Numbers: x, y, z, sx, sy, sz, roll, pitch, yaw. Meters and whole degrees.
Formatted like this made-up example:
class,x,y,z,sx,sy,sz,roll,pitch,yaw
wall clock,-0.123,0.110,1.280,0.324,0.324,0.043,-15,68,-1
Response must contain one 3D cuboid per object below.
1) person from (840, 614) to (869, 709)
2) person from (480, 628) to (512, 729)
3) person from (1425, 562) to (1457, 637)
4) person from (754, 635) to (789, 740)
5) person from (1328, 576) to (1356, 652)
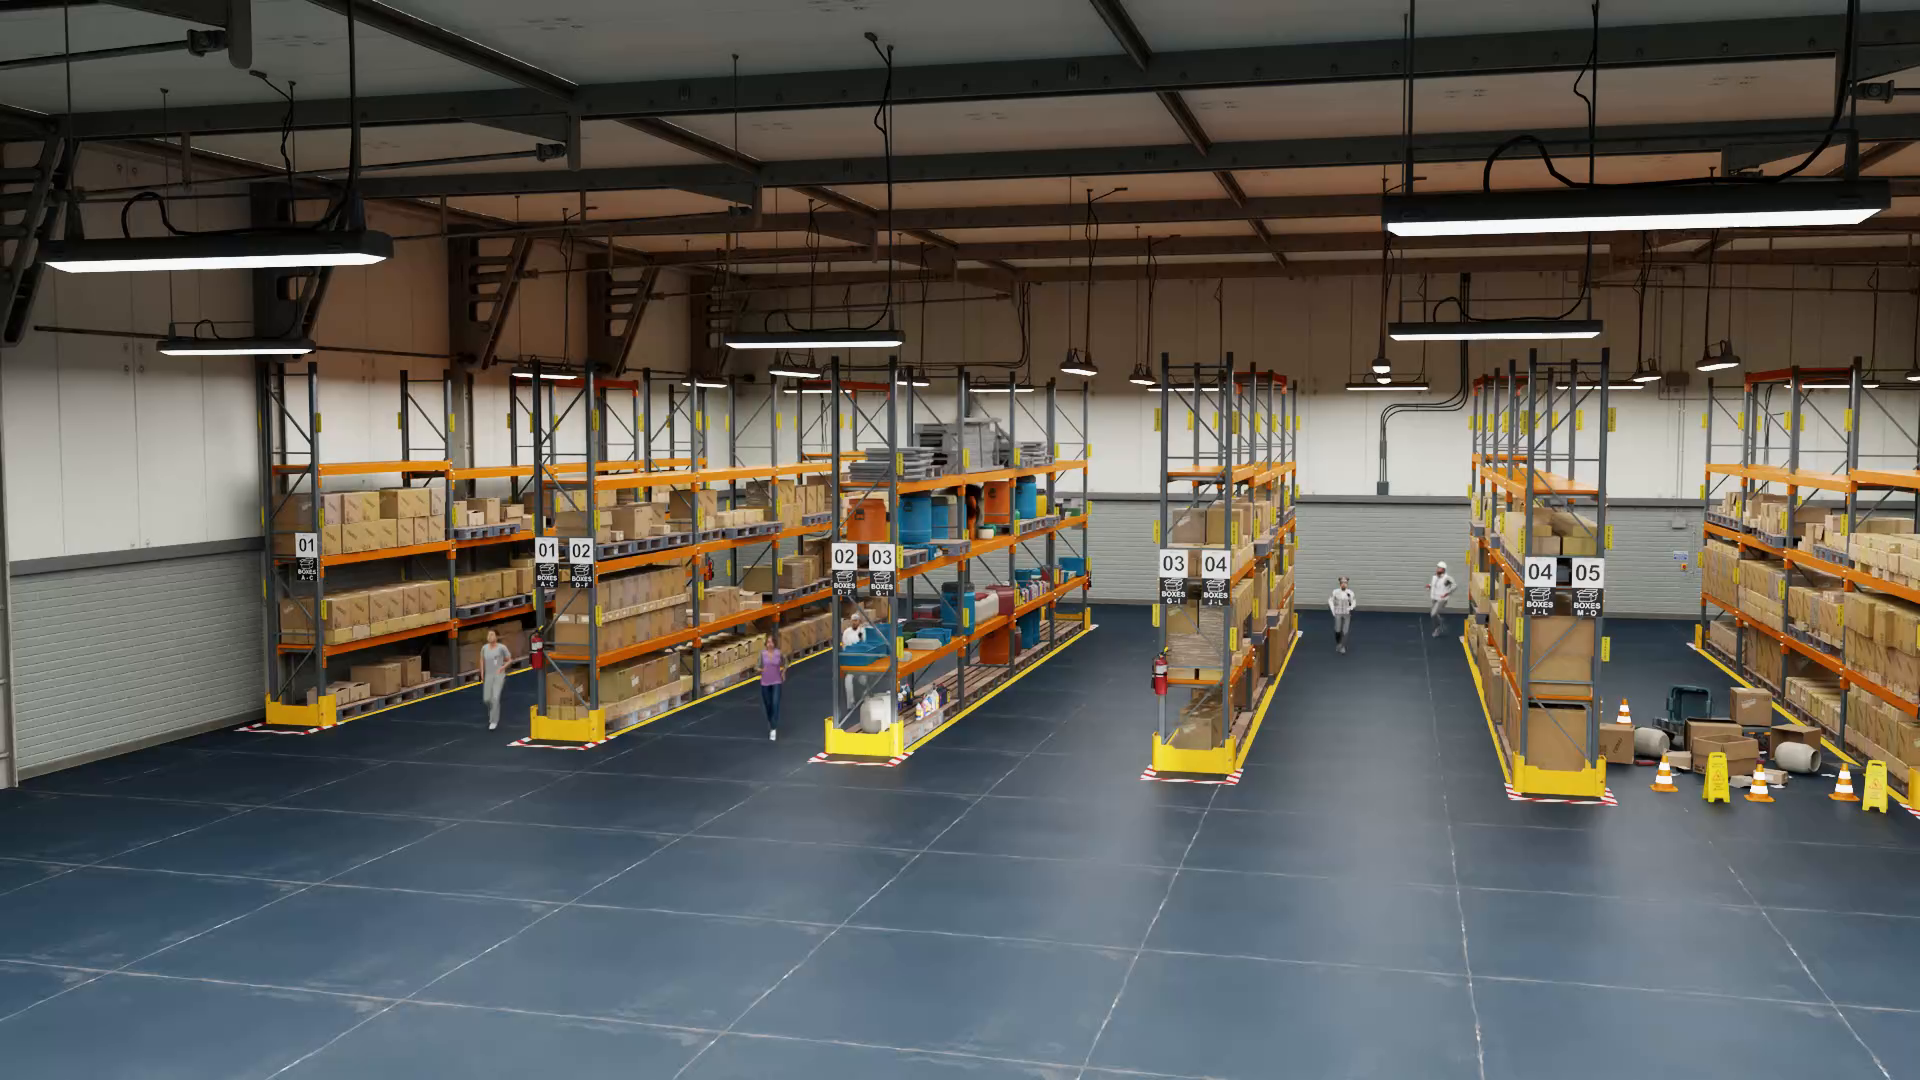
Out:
class,x,y,z,sx,sy,sz,roll,pitch,yaw
person,-1.843,2.126,29.318,0.620,1.623,0.843,1,4,10
person,-7.649,2.268,27.398,0.560,1.639,0.605,0,4,3
person,11.211,1.405,38.884,0.707,1.796,0.660,-2,4,-26
person,-3.010,2.314,26.491,0.531,1.607,0.838,0,4,0
person,8.309,1.626,36.169,0.596,1.676,0.501,1,4,13
